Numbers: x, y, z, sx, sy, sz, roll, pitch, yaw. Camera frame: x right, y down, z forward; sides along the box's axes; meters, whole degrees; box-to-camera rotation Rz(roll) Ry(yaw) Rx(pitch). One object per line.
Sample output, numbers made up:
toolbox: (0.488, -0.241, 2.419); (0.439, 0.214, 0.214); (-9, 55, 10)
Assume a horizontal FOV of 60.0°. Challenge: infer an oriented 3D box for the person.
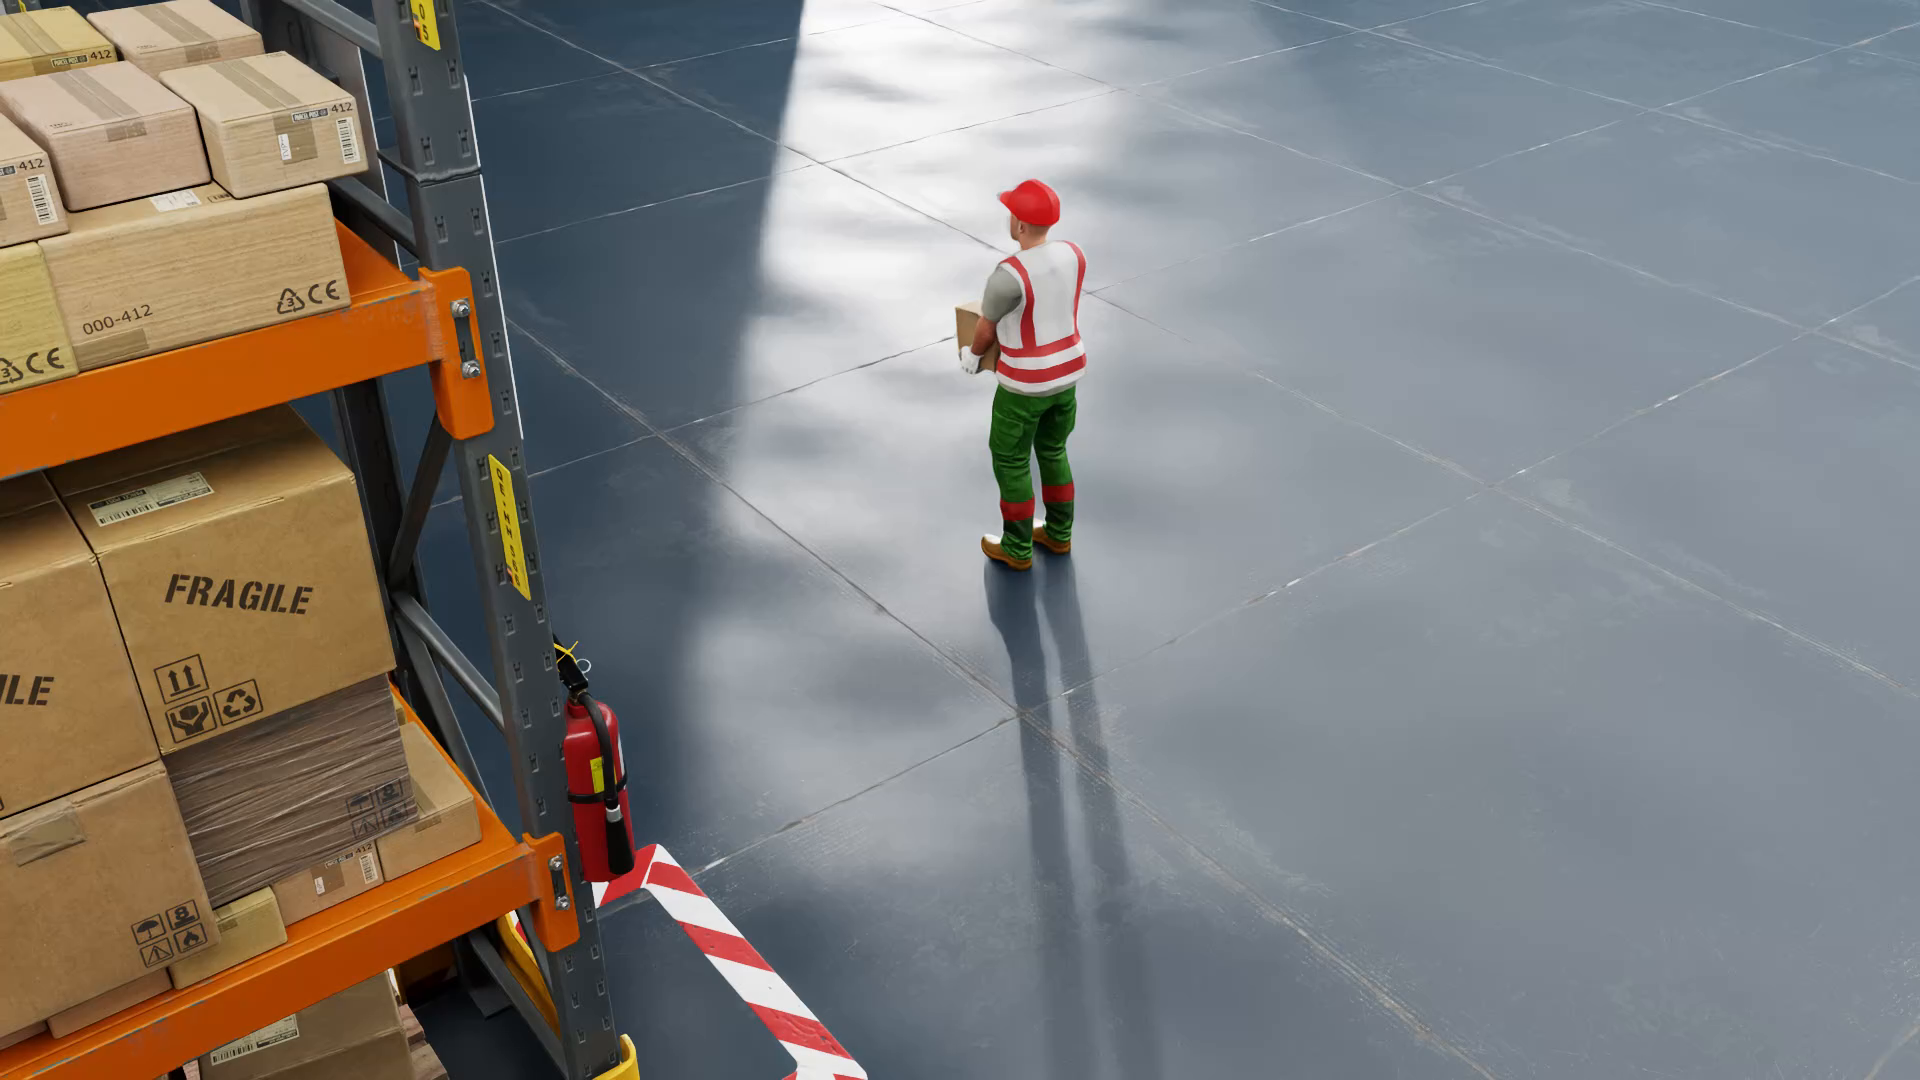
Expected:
person: (0.263, -0.738, 7.301); (0.495, 1.784, 0.559); (-23, 39, -32)
